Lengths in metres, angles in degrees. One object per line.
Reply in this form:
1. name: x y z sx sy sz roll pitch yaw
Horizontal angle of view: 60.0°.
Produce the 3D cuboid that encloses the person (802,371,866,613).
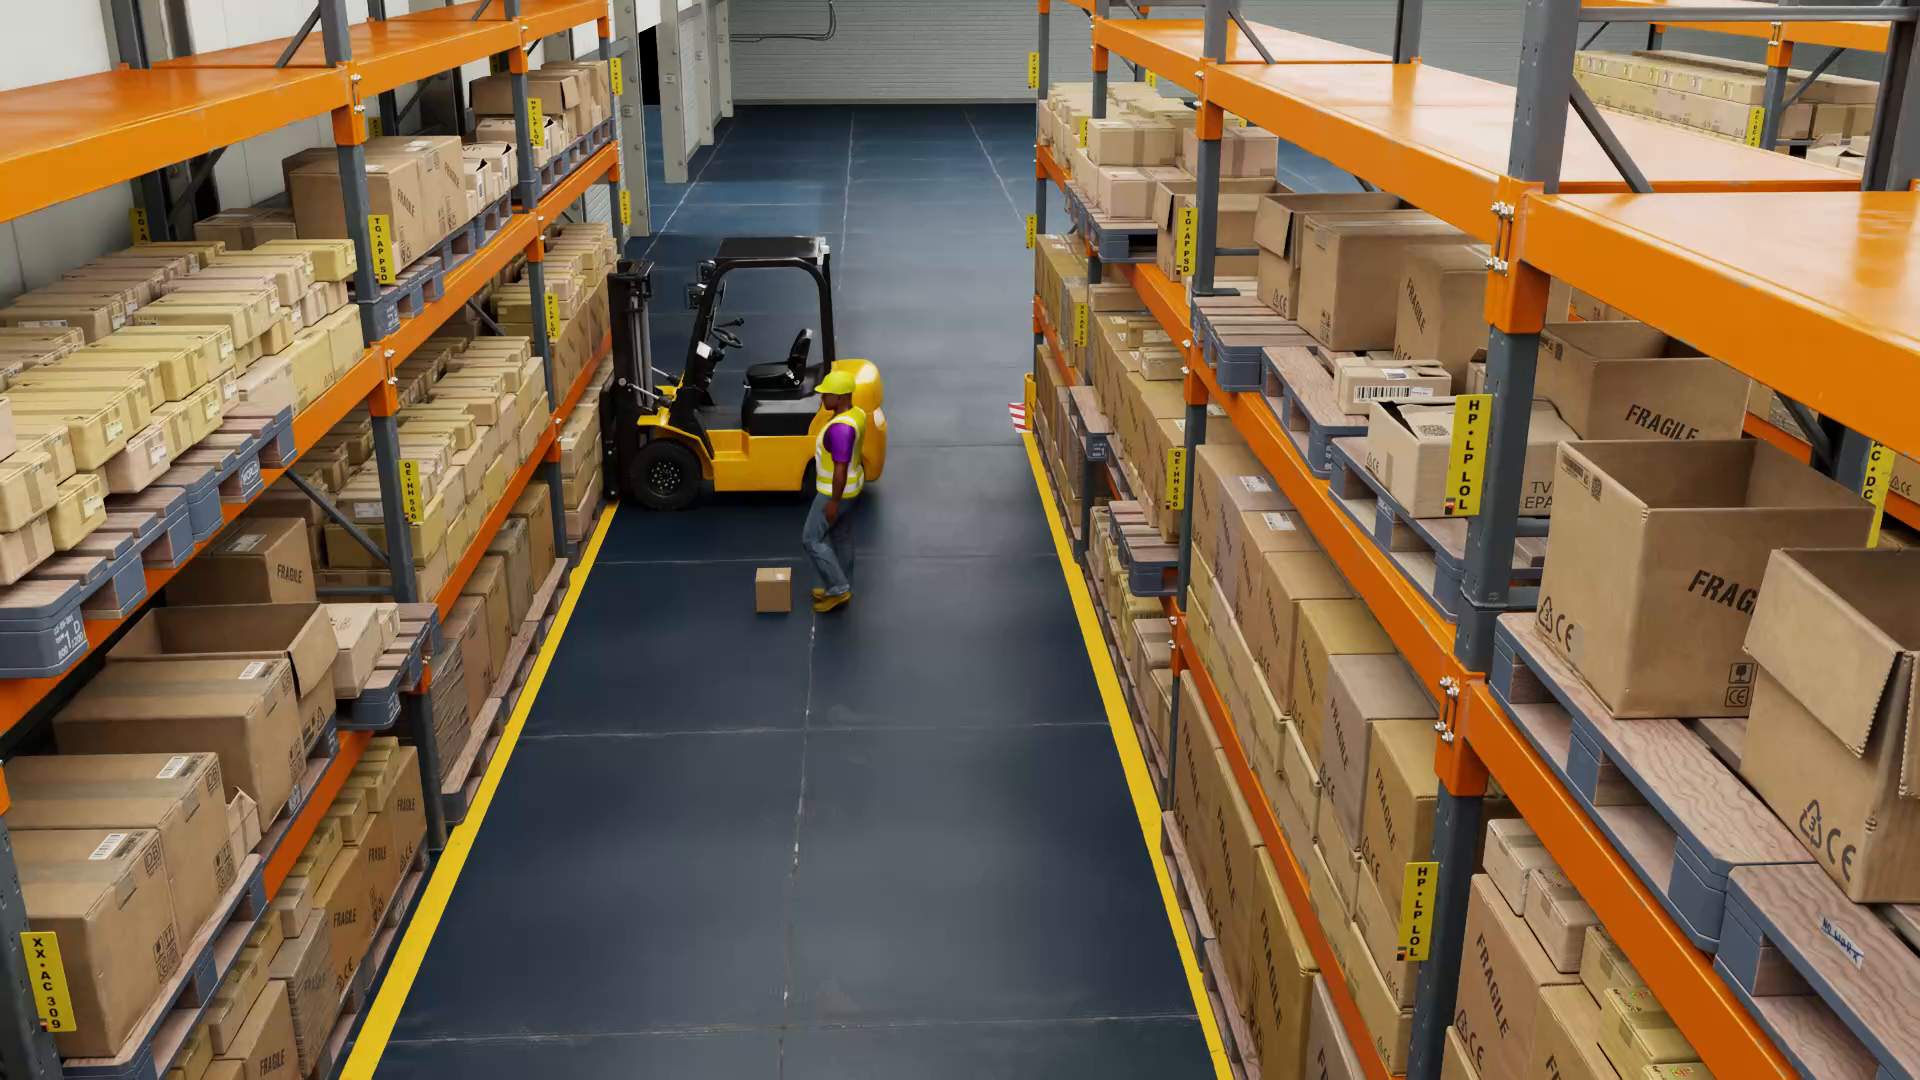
1. person: -0.901 -0.364 12.014 0.451 1.774 0.620 4 21 10
